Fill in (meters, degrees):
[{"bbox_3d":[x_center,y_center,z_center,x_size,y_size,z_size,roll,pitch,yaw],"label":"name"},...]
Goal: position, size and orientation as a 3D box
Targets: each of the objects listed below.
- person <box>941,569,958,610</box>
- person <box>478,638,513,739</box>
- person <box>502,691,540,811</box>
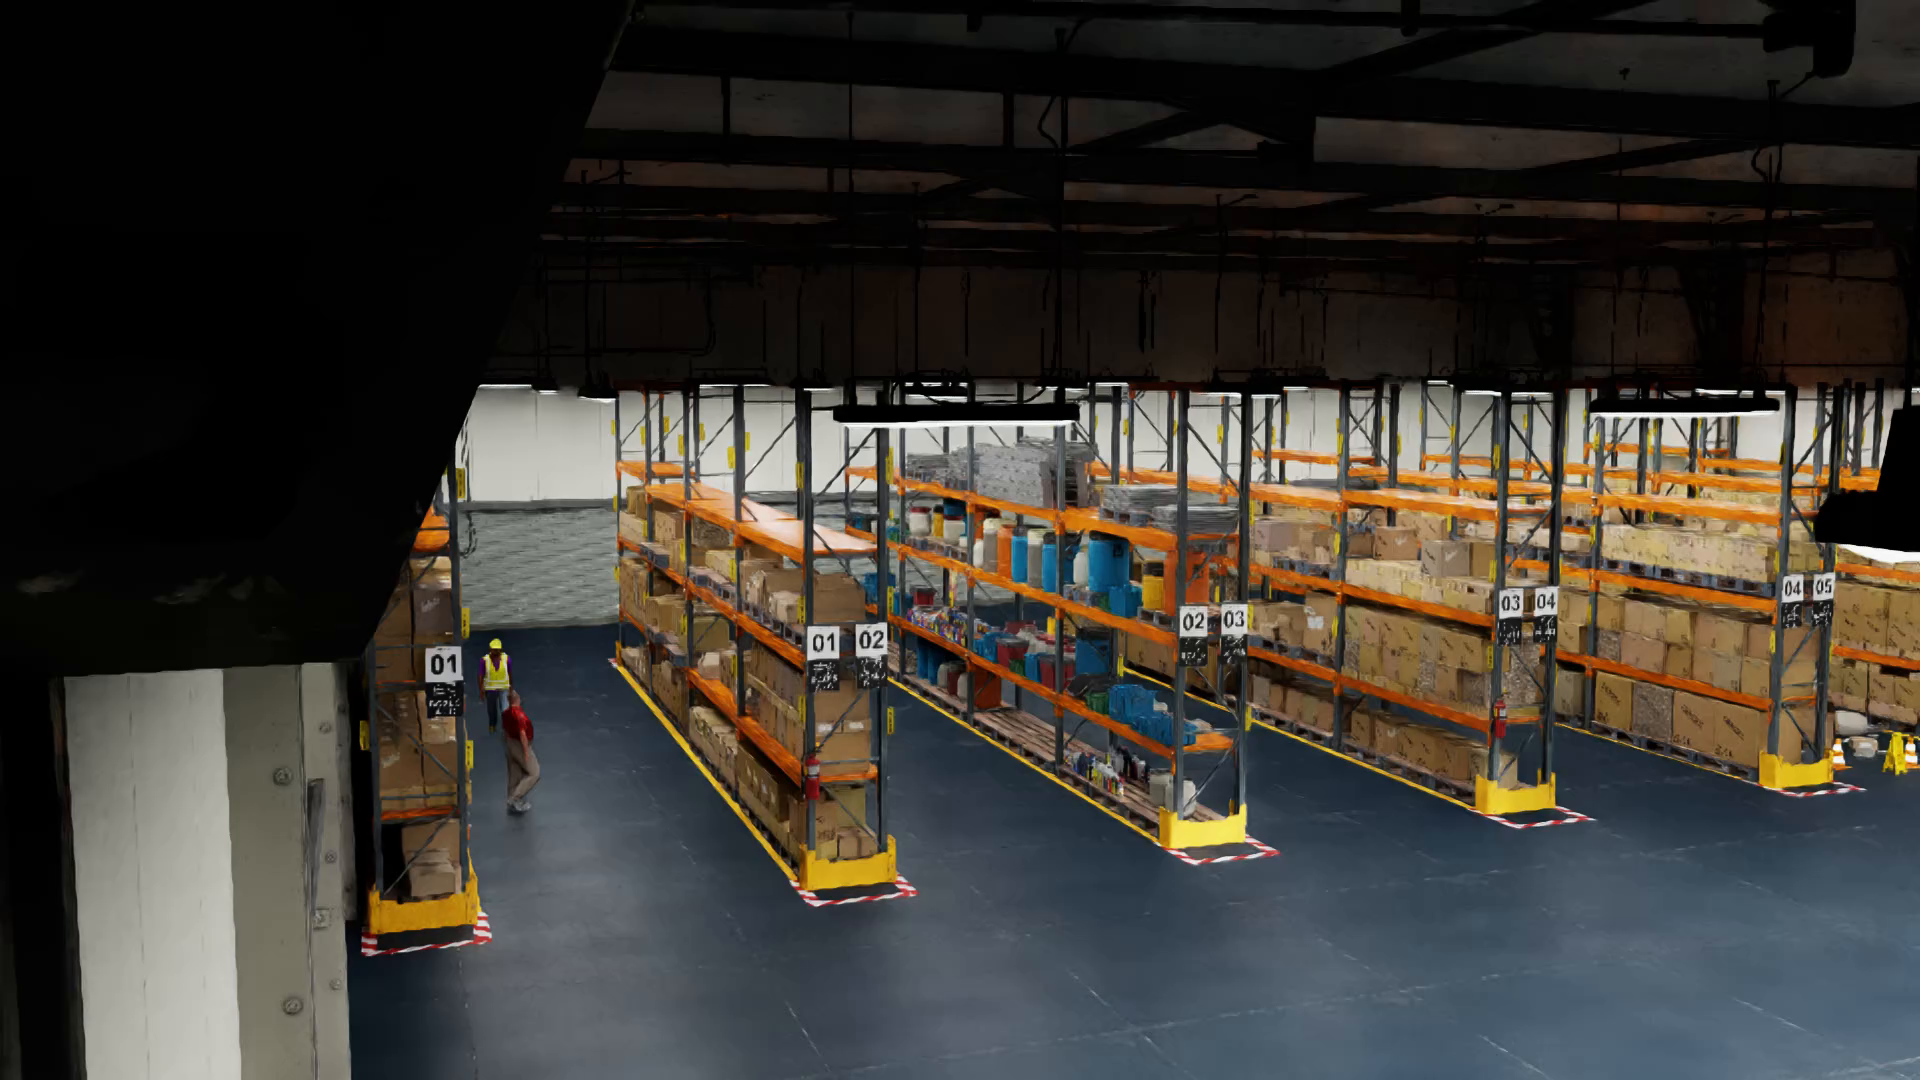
[{"bbox_3d":[-0.267,1.082,41.722,0.437,1.667,0.623,1,6,13],"label":"person"},{"bbox_3d":[-7.876,2.499,28.219,0.577,1.691,1.121,-2,6,-17],"label":"person"},{"bbox_3d":[-6.265,2.989,23.521,0.459,1.725,0.578,-6,8,-44],"label":"person"}]
